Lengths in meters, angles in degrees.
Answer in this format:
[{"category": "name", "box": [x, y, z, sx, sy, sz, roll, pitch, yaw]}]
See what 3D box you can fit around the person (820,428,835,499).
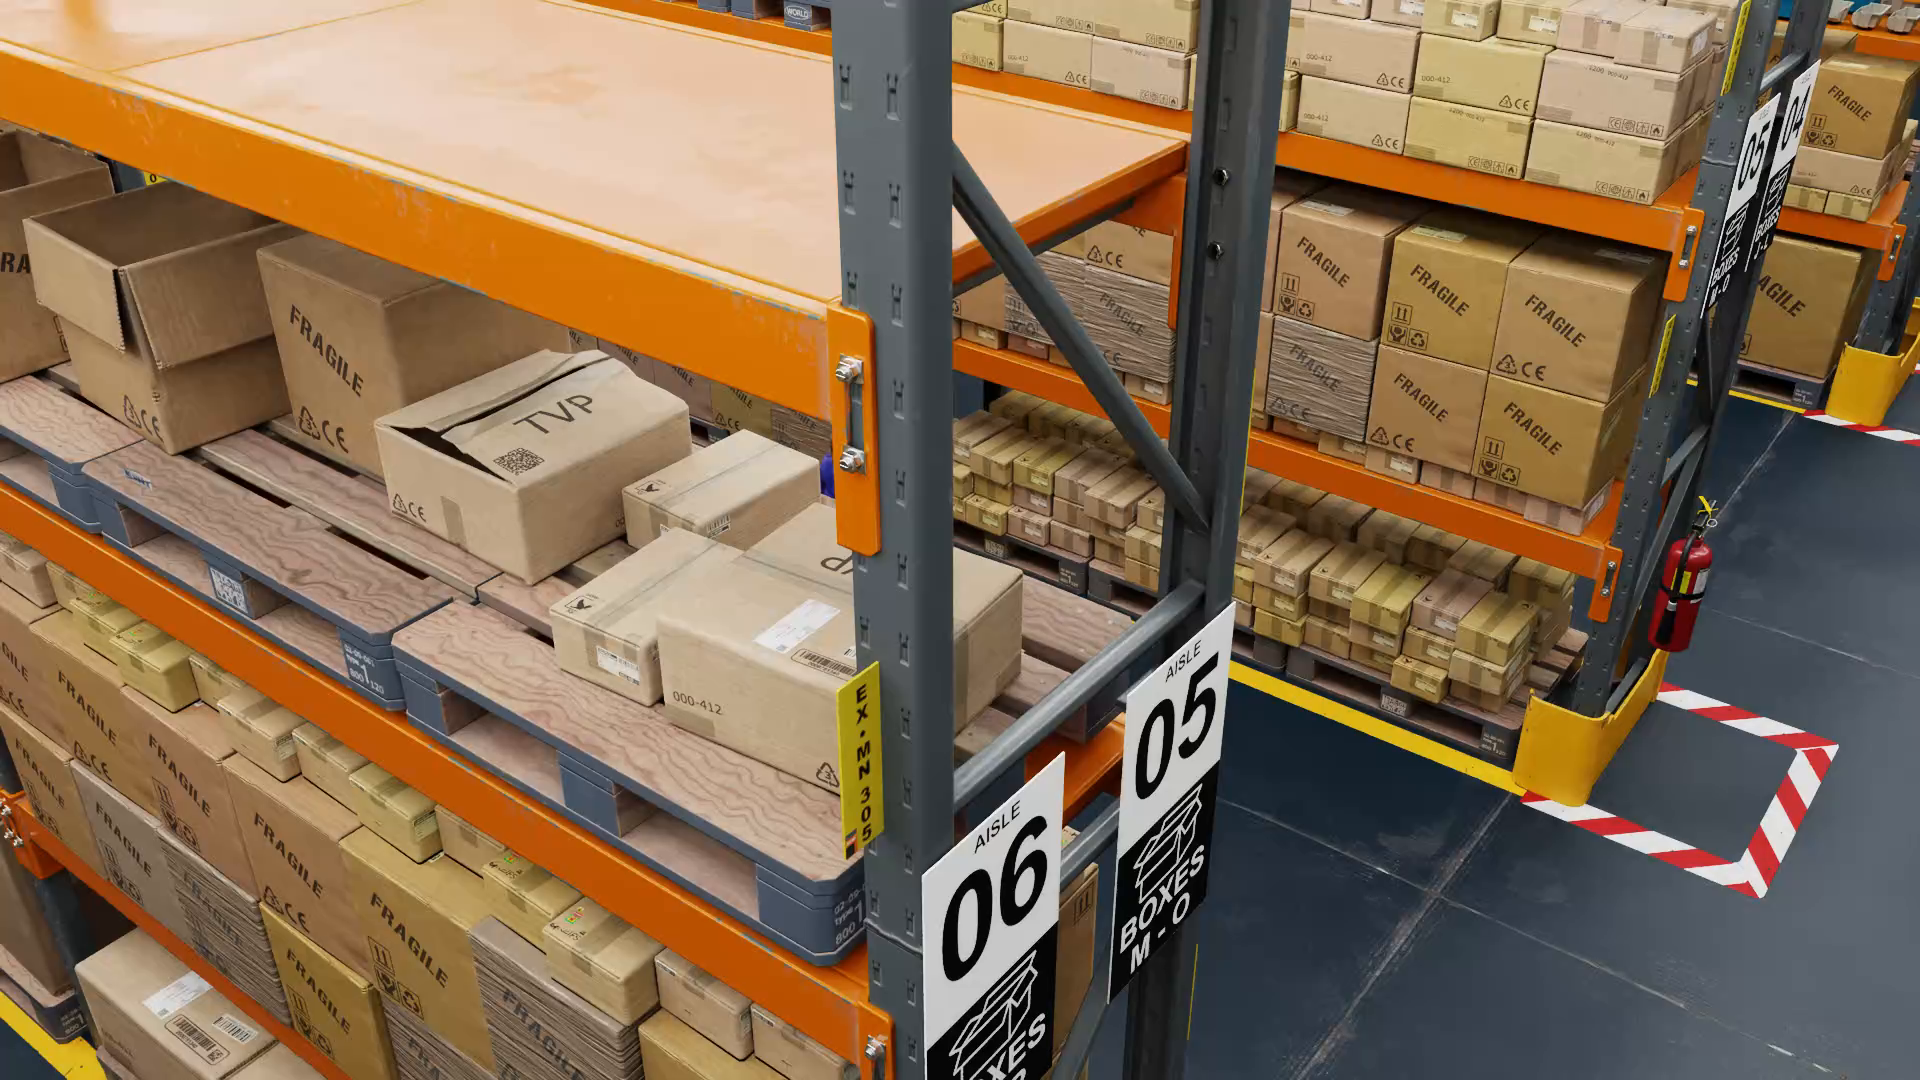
[{"category": "person", "box": [-0.484, 0.119, 7.889, 0.505, 1.654, 0.347, 21, 37, 30]}]
